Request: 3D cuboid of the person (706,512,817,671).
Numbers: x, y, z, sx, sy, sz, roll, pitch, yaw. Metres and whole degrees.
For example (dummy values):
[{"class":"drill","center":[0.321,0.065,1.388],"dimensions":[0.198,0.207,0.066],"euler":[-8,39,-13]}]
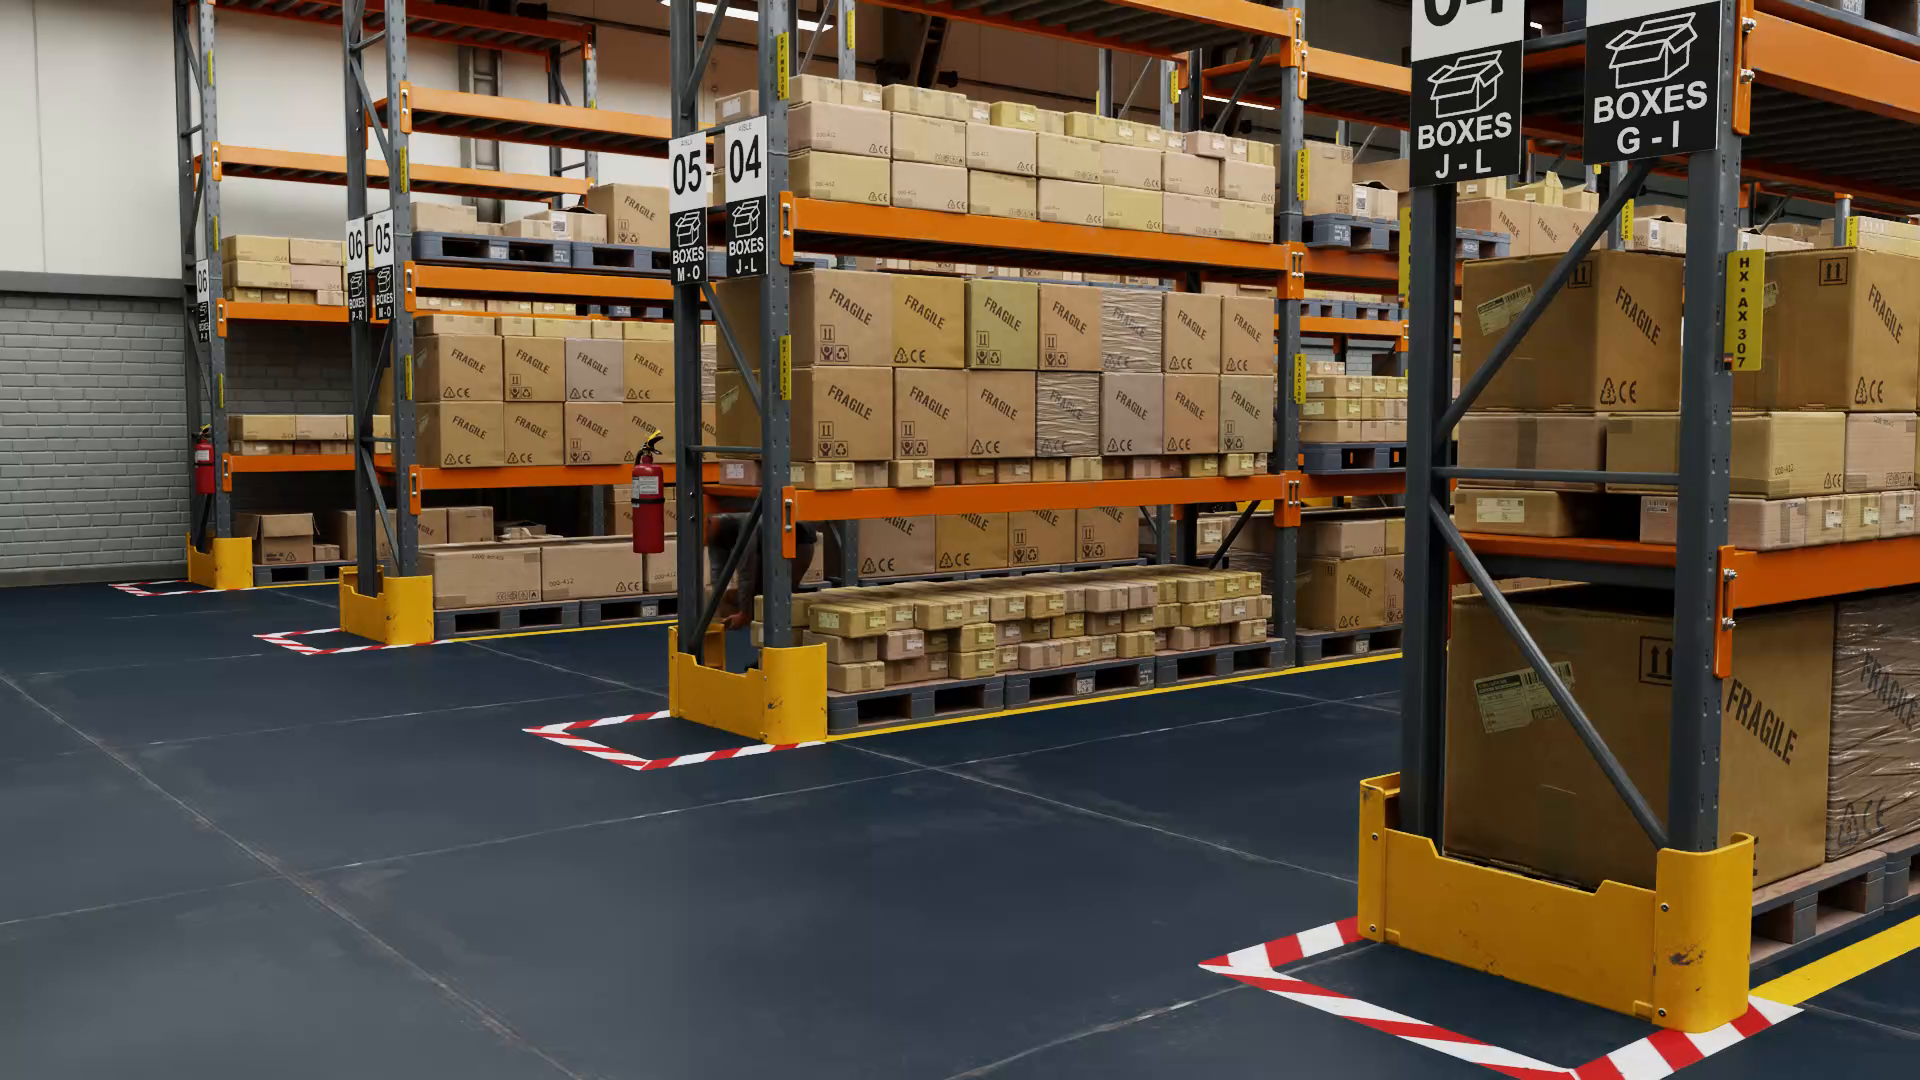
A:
[{"class":"person","center":[-1.370,0.307,10.752],"dimensions":[0.948,1.171,0.460],"euler":[-4,6,-41]}]
